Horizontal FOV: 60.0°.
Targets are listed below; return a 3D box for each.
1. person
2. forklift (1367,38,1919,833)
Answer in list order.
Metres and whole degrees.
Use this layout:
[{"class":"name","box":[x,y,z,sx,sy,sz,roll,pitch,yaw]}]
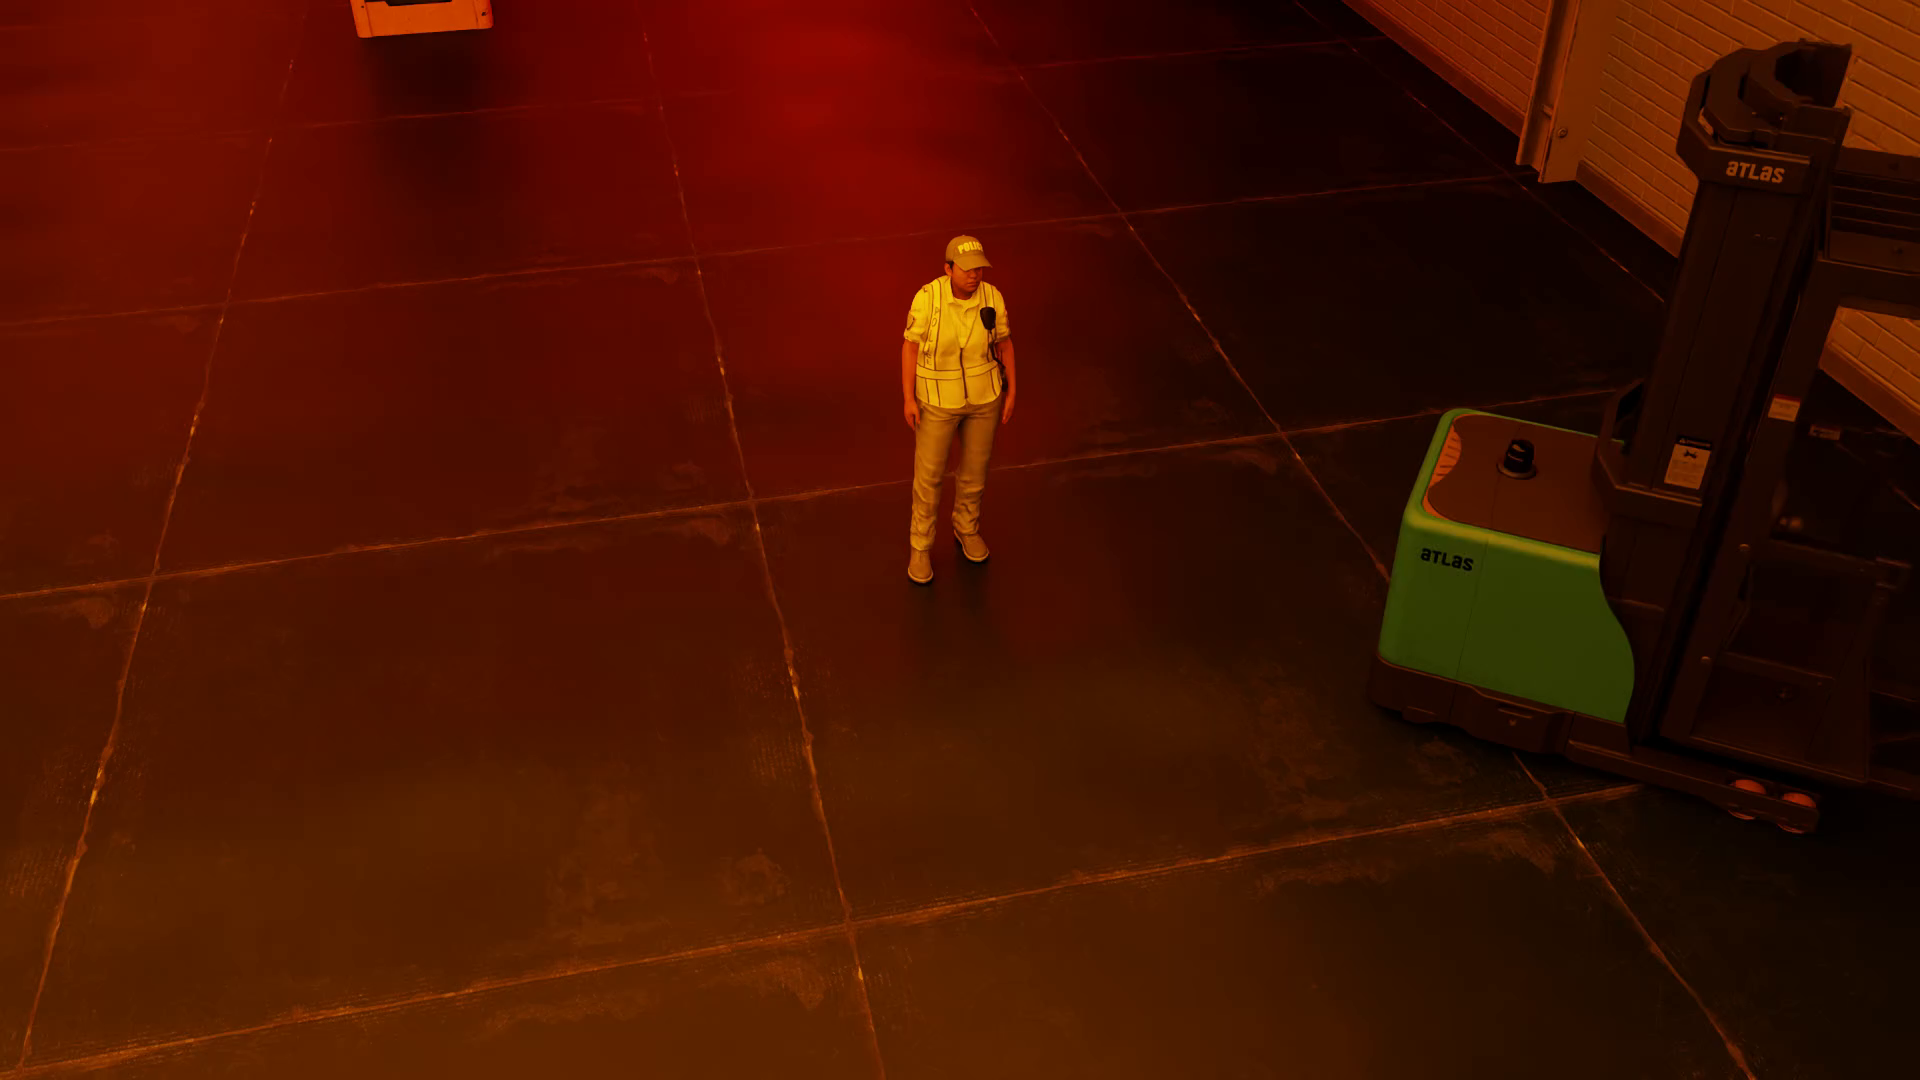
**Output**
[{"class":"person","box":[-0.005,-0.636,8.004,0.599,1.670,0.529,-8,36,-11]},{"class":"forklift","box":[3.395,-0.334,6.514,3.031,2.935,1.130,14,38,19]}]
